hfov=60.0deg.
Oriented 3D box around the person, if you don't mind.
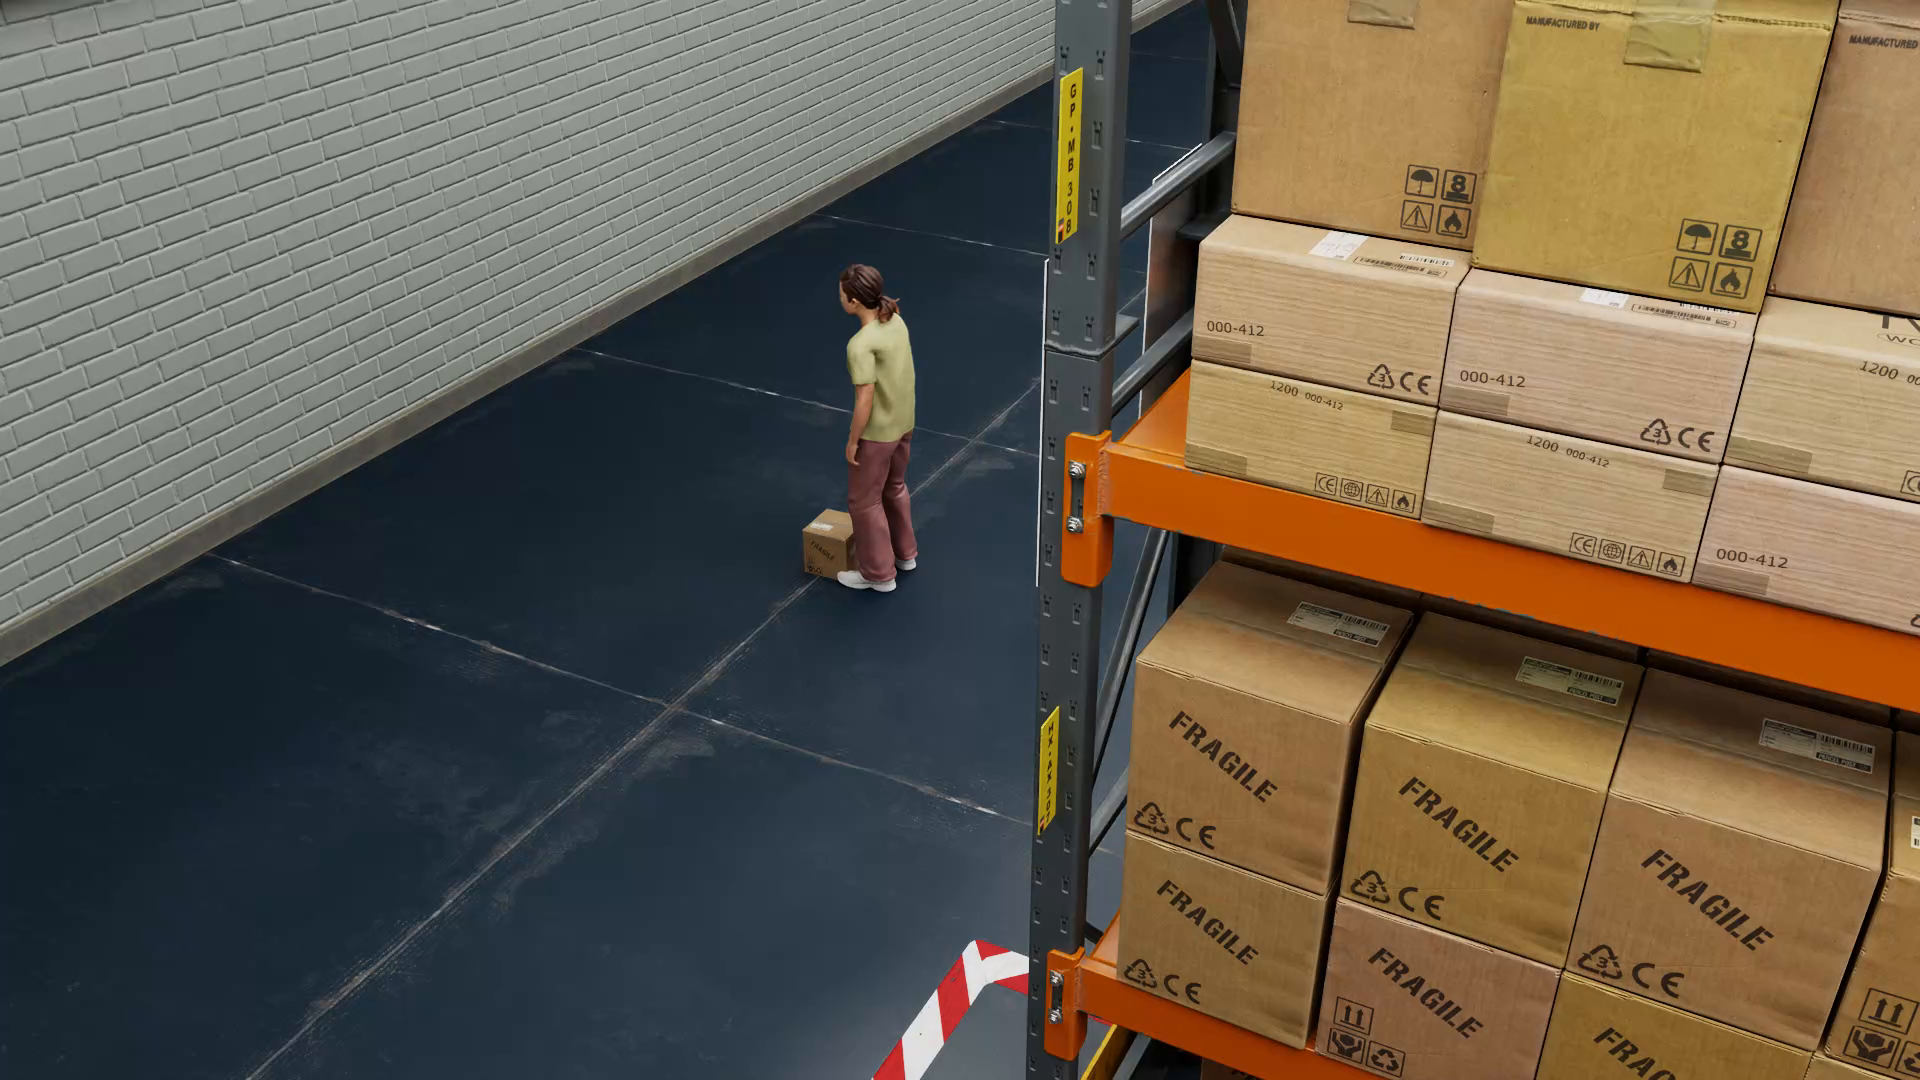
[{"bbox_3d":[-0.405,-0.536,8.054,0.356,1.673,0.499,15,33,24],"label":"person"}]
